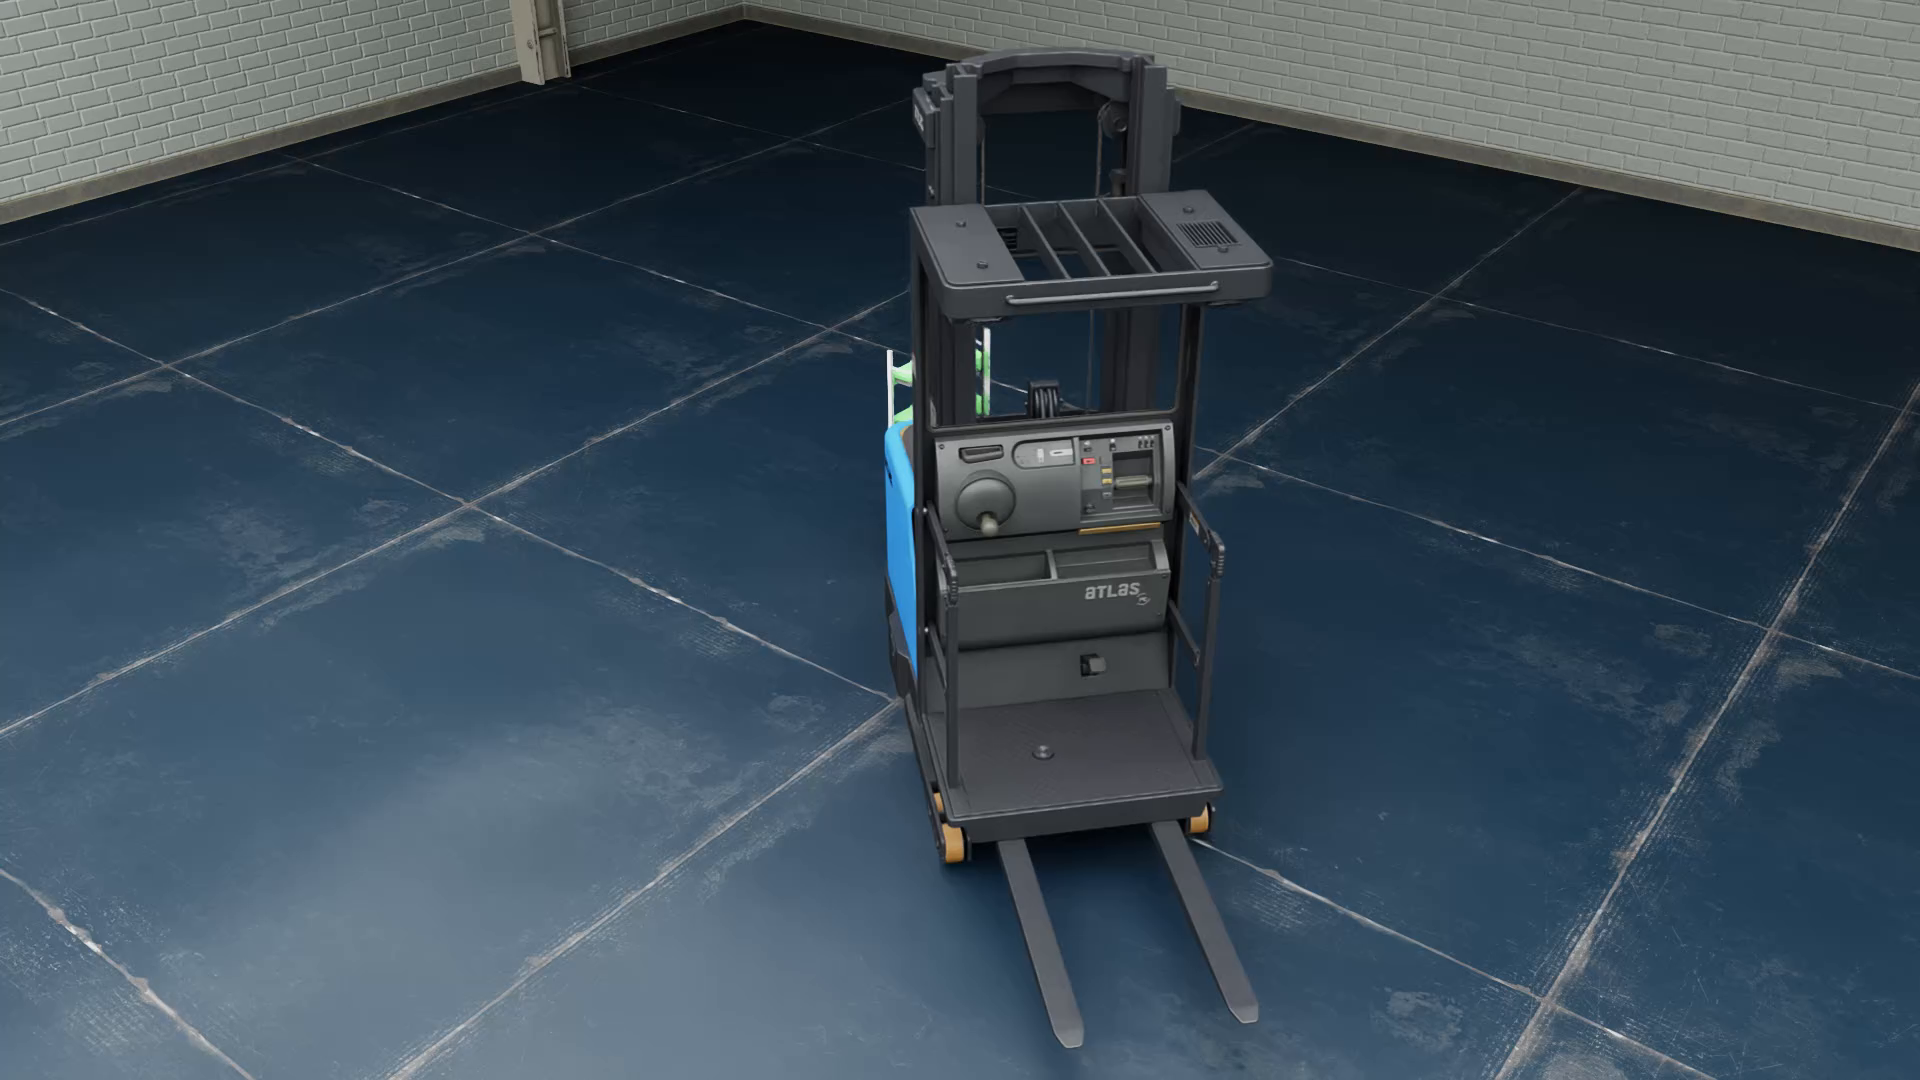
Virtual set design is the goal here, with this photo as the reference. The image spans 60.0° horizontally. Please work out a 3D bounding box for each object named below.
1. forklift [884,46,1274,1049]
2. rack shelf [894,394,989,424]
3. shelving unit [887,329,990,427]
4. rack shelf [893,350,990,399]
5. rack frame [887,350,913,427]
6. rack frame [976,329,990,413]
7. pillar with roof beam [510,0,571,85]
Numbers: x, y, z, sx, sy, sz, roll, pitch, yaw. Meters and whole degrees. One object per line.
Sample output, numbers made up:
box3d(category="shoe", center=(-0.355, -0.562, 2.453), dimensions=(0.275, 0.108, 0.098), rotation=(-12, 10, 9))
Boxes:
box3d(category="forklift", center=(0.409, -0.182, 6.182), dimensions=(1.130, 2.935, 3.031), rotation=(-5, 31, -9))
box3d(category="rack shelf", center=(-0.100, -0.600, 8.241), dimensions=(0.258, 0.148, 0.480), rotation=(21, 37, 31))
box3d(category="shelving unit", center=(-0.100, -0.449, 8.331), dimensions=(0.258, 1.200, 0.503), rotation=(21, 37, 31))
box3d(category="rack shelf", center=(-0.100, -0.807, 8.118), dimensions=(0.258, 0.148, 0.480), rotation=(21, 37, 31))
box3d(category="rack frame", center=(-0.247, -0.350, 8.163), dimensions=(0.240, 1.200, 0.015), rotation=(21, 37, 31))
box3d(category="rack frame", center=(0.047, -0.548, 8.498), dimensions=(0.240, 1.200, 0.015), rotation=(21, 37, 31))
box3d(category="pillar with roof beam", center=(-0.668, -7.121, 11.940), dimensions=(9.100, 9.000, 0.400), rotation=(21, 37, 31))
